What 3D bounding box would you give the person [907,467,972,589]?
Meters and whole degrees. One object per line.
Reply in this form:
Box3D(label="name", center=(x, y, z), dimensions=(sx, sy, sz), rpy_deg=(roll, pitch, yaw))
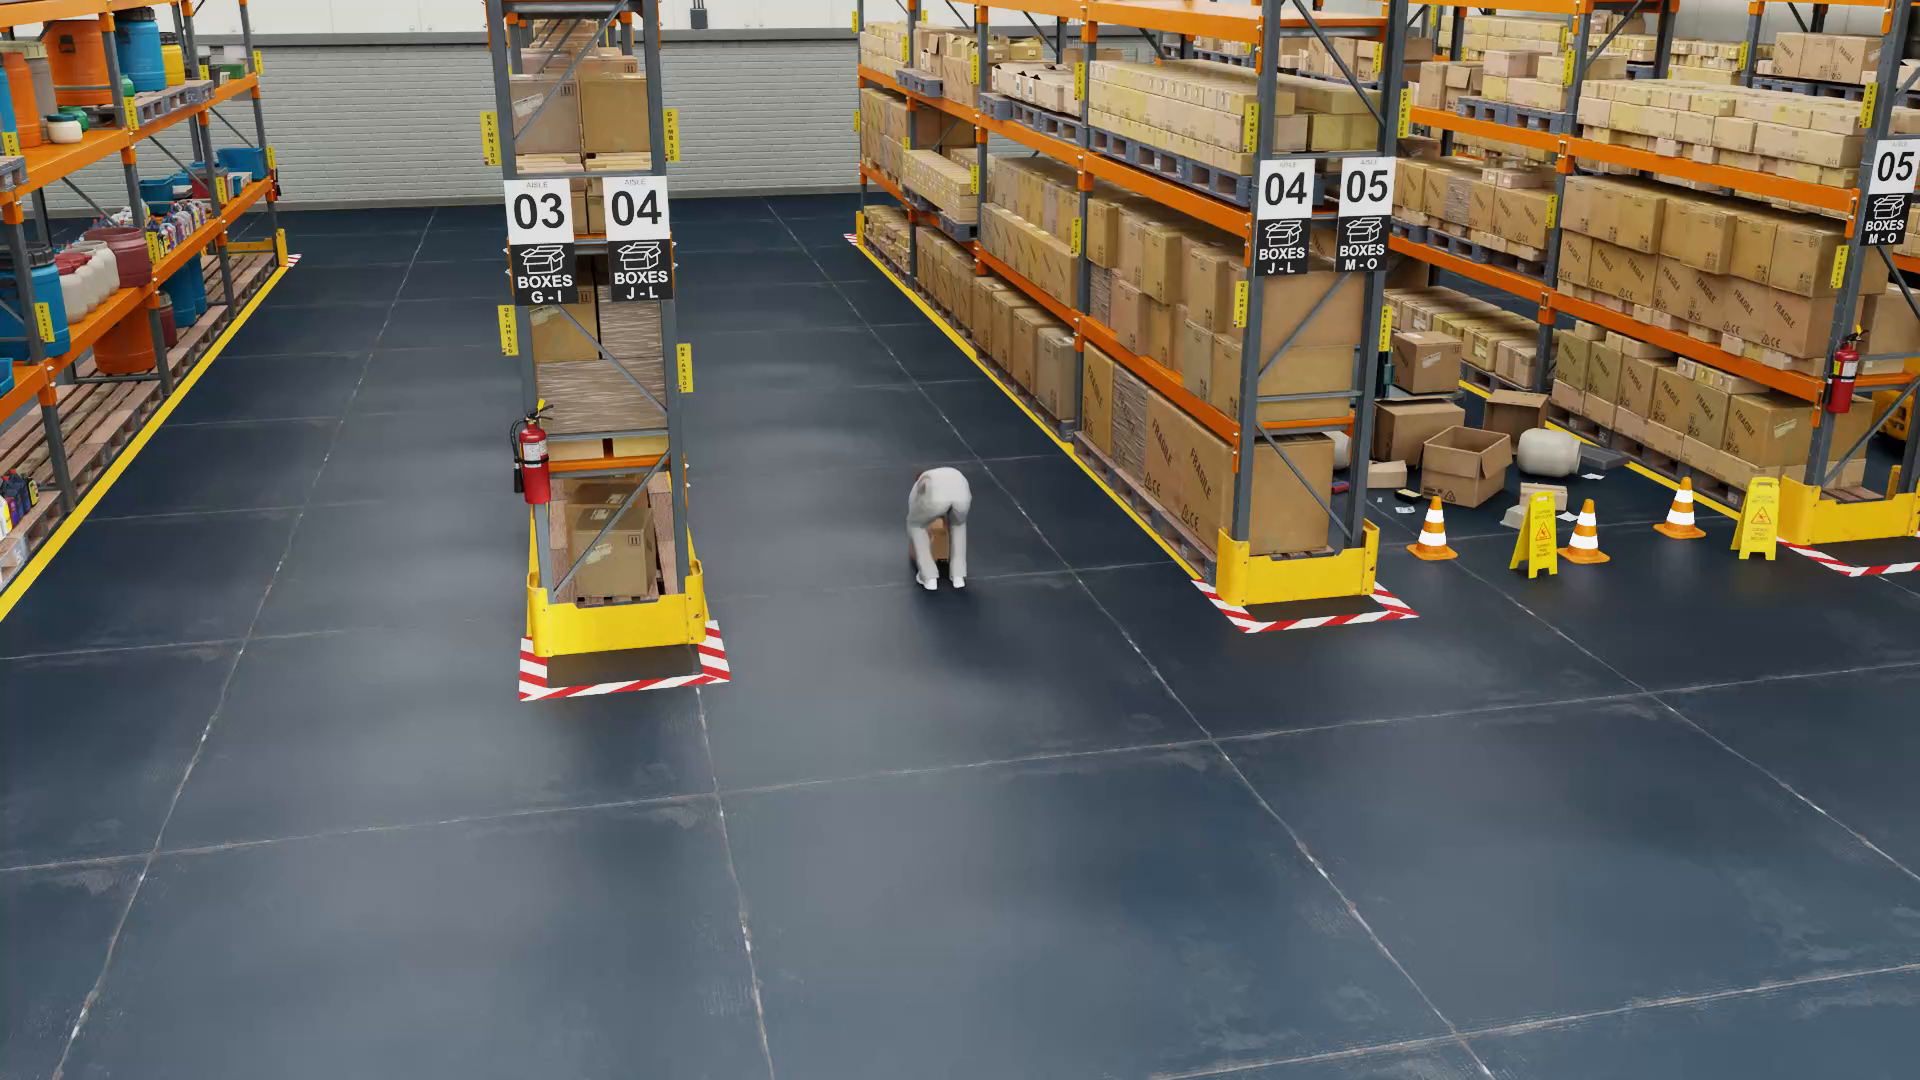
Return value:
Box3D(label="person", center=(-0.181, -0.150, 12.631), dimensions=(0.469, 0.905, 0.850), rpy_deg=(-6, 20, -15))
